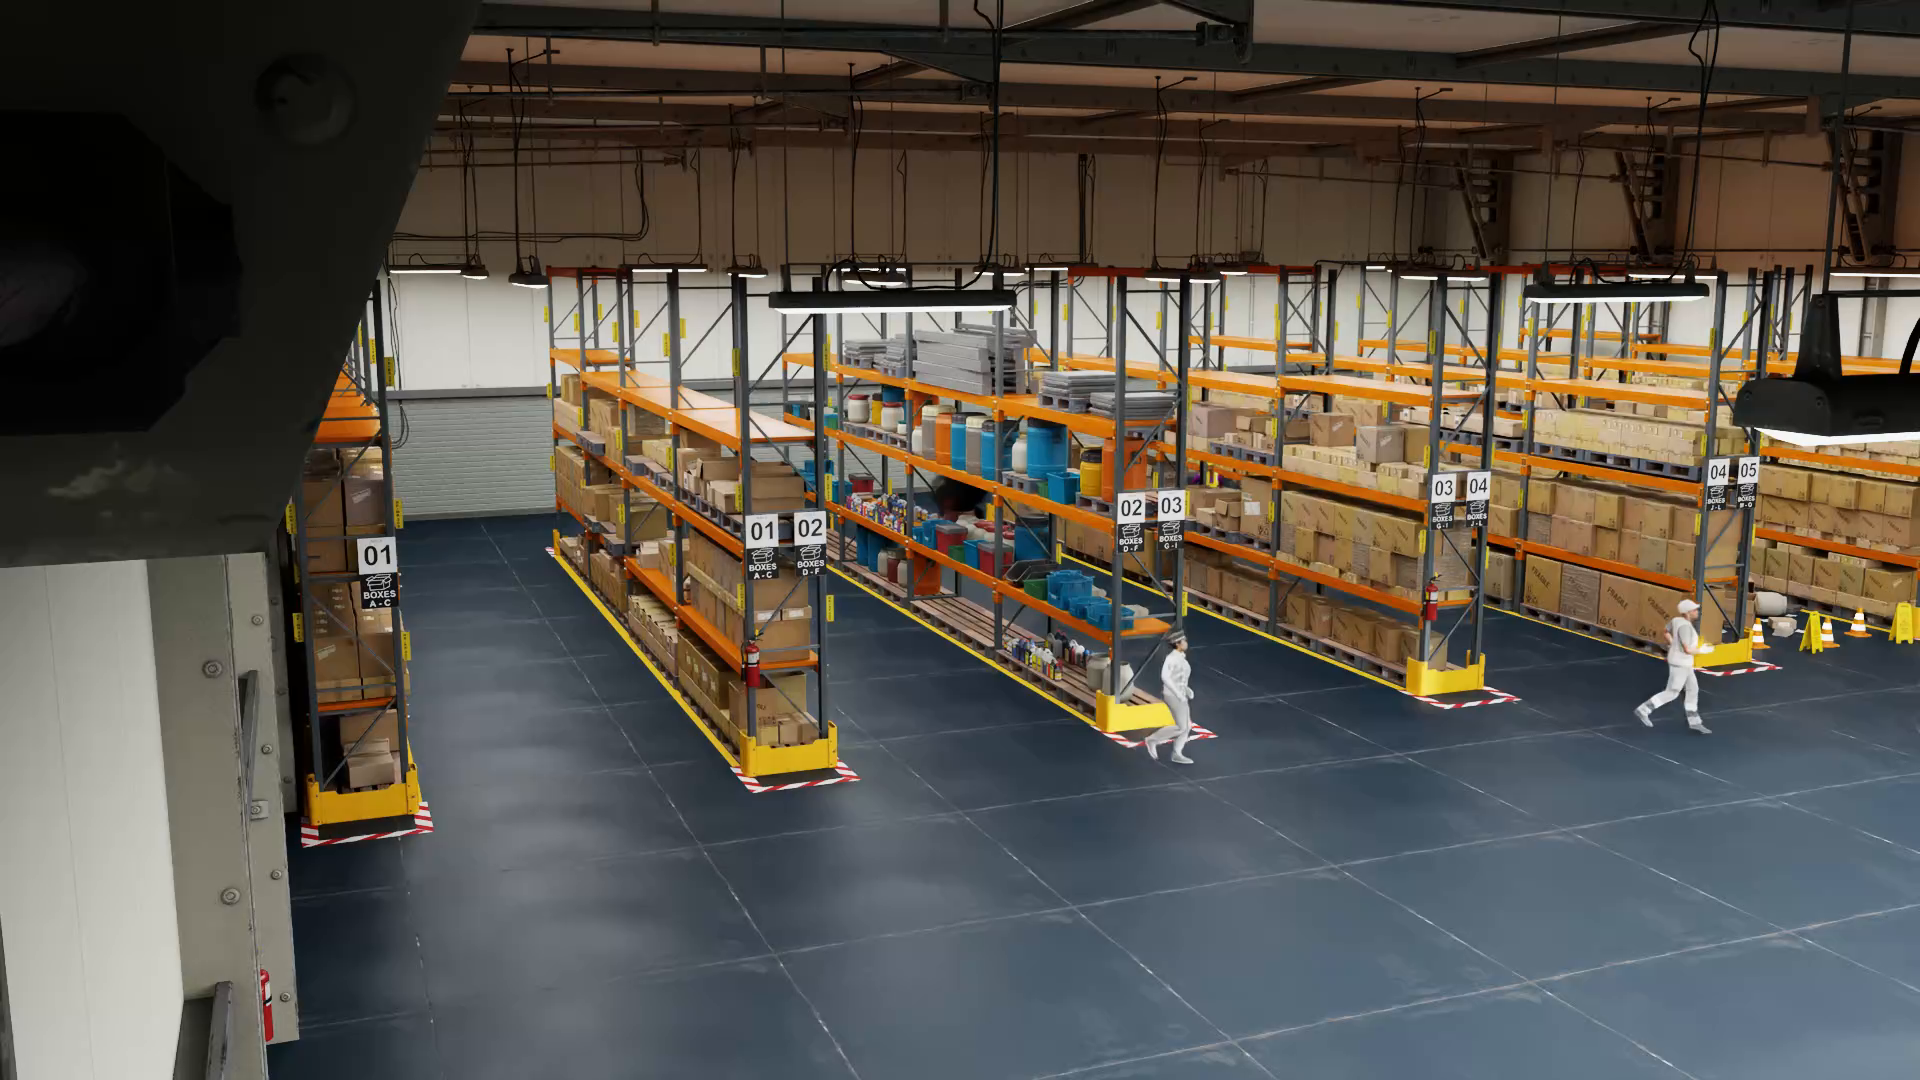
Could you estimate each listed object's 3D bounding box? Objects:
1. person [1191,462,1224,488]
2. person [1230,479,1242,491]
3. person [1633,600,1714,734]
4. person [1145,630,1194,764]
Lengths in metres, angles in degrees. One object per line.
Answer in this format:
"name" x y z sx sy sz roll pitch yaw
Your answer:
"person" 5.499 -0.867 36.622 0.665 1.792 0.709 -3 10 -18
"person" 7.109 -1.856 42.206 0.645 1.744 0.639 -4 11 -20
"person" 9.454 1.661 21.940 1.002 1.798 0.671 3 10 17
"person" 2.662 1.933 20.811 0.600 1.637 0.657 3 10 16
